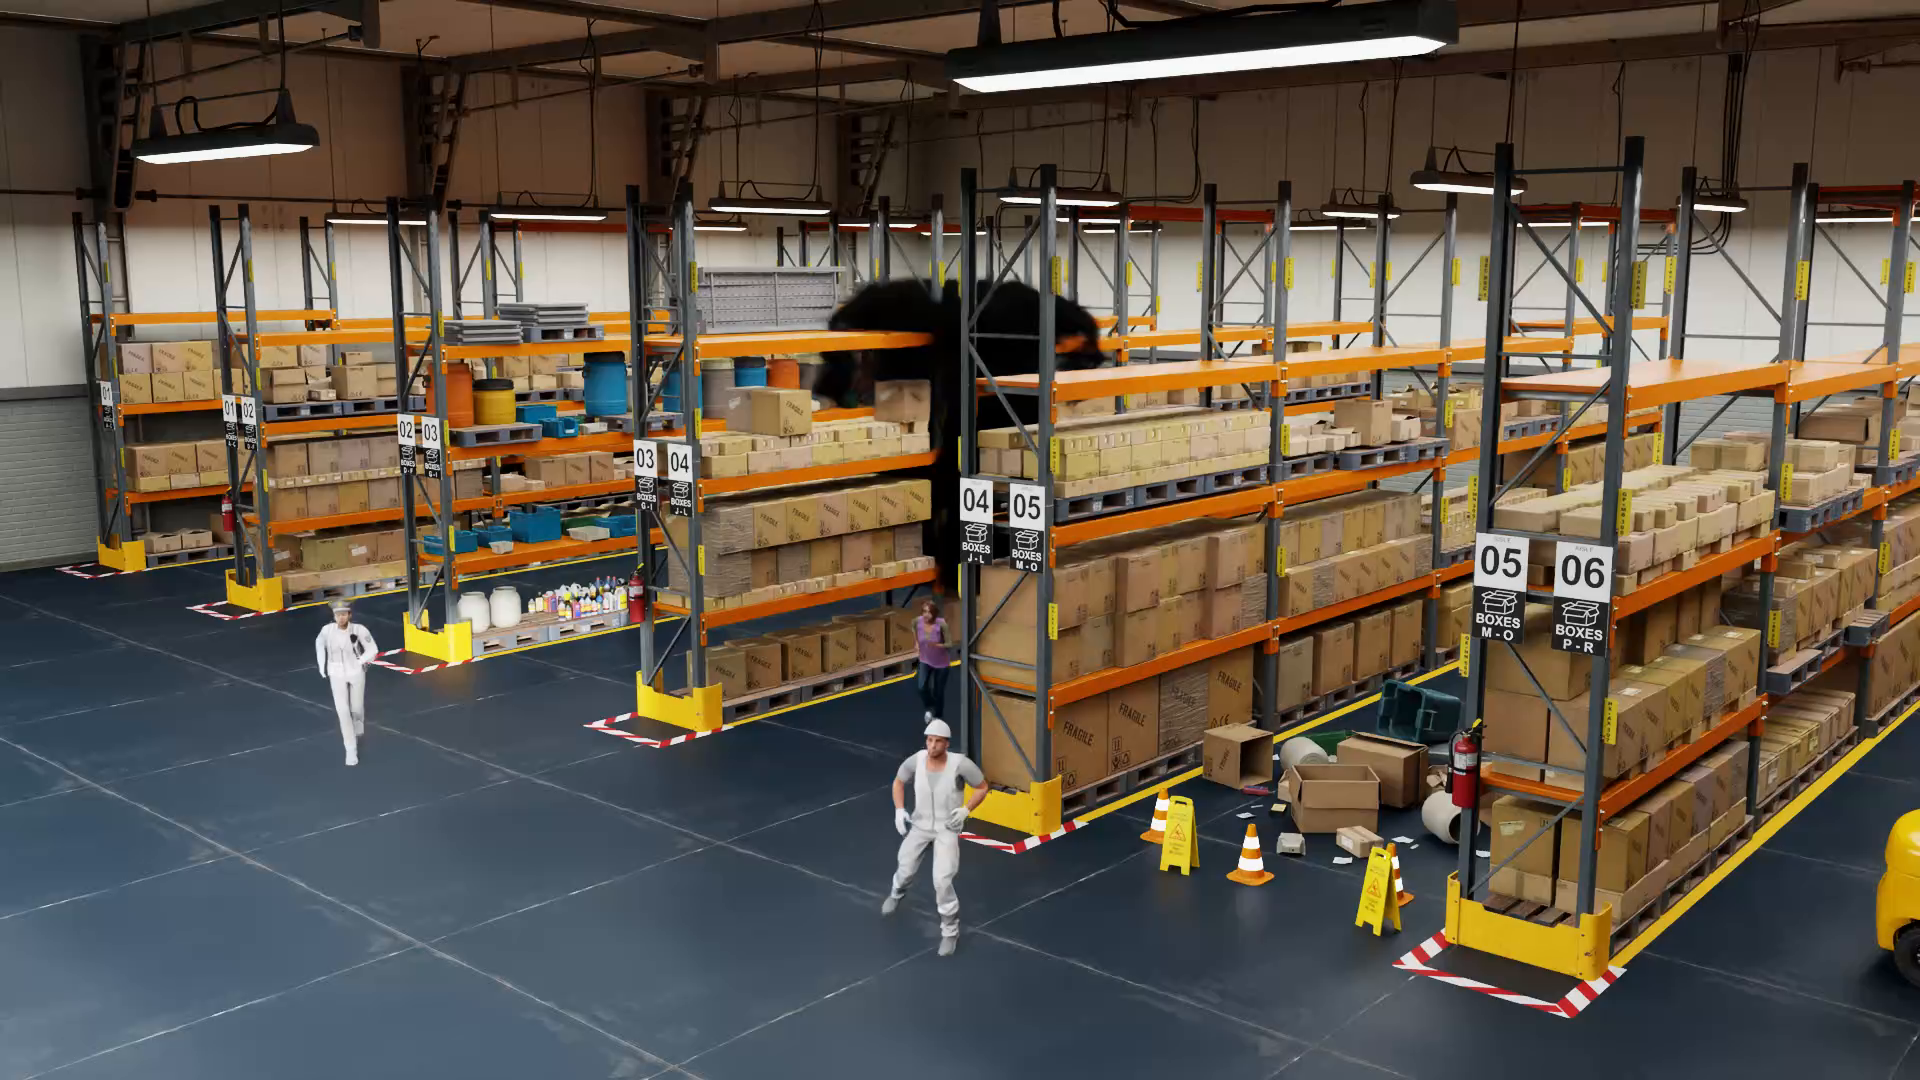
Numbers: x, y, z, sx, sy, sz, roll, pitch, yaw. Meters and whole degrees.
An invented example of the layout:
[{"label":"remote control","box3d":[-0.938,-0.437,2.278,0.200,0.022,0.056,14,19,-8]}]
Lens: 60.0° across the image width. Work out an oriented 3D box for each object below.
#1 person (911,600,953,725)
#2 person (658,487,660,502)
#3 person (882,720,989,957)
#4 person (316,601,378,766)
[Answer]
[{"label":"person","box3d":[-0.318,1.390,18.307,0.524,1.508,0.780,2,10,10]},{"label":"person","box3d":[-6.191,-1.290,33.977,0.625,1.654,0.724,6,11,33]},{"label":"person","box3d":[-0.225,2.225,12.767,0.885,1.776,0.732,2,10,11]},{"label":"person","box3d":[-6.463,1.444,17.559,0.635,1.691,0.943,-2,10,-13]}]
